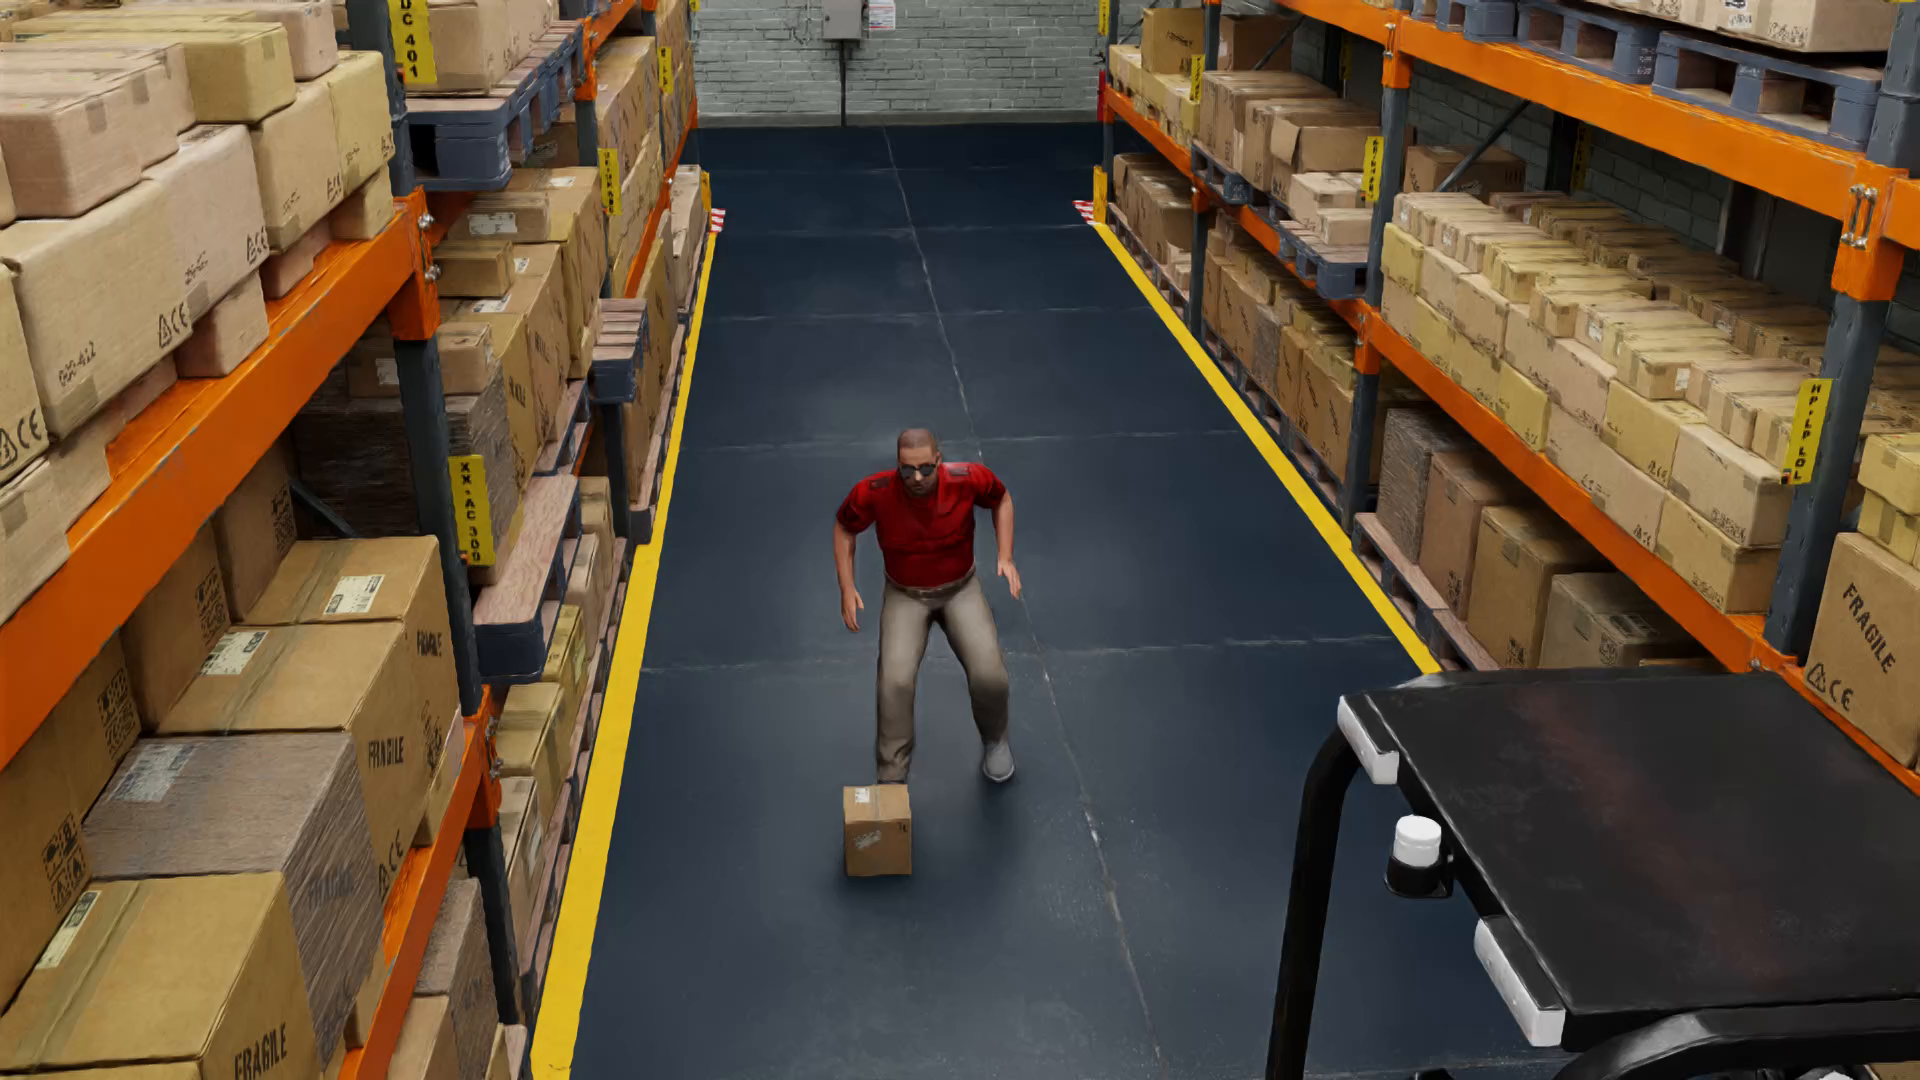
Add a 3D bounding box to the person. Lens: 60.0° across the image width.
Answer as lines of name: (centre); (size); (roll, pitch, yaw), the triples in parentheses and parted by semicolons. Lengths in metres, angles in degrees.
person: (-0.128, 0.285, 6.667); (0.756, 1.544, 0.783); (-1, 24, -3)
